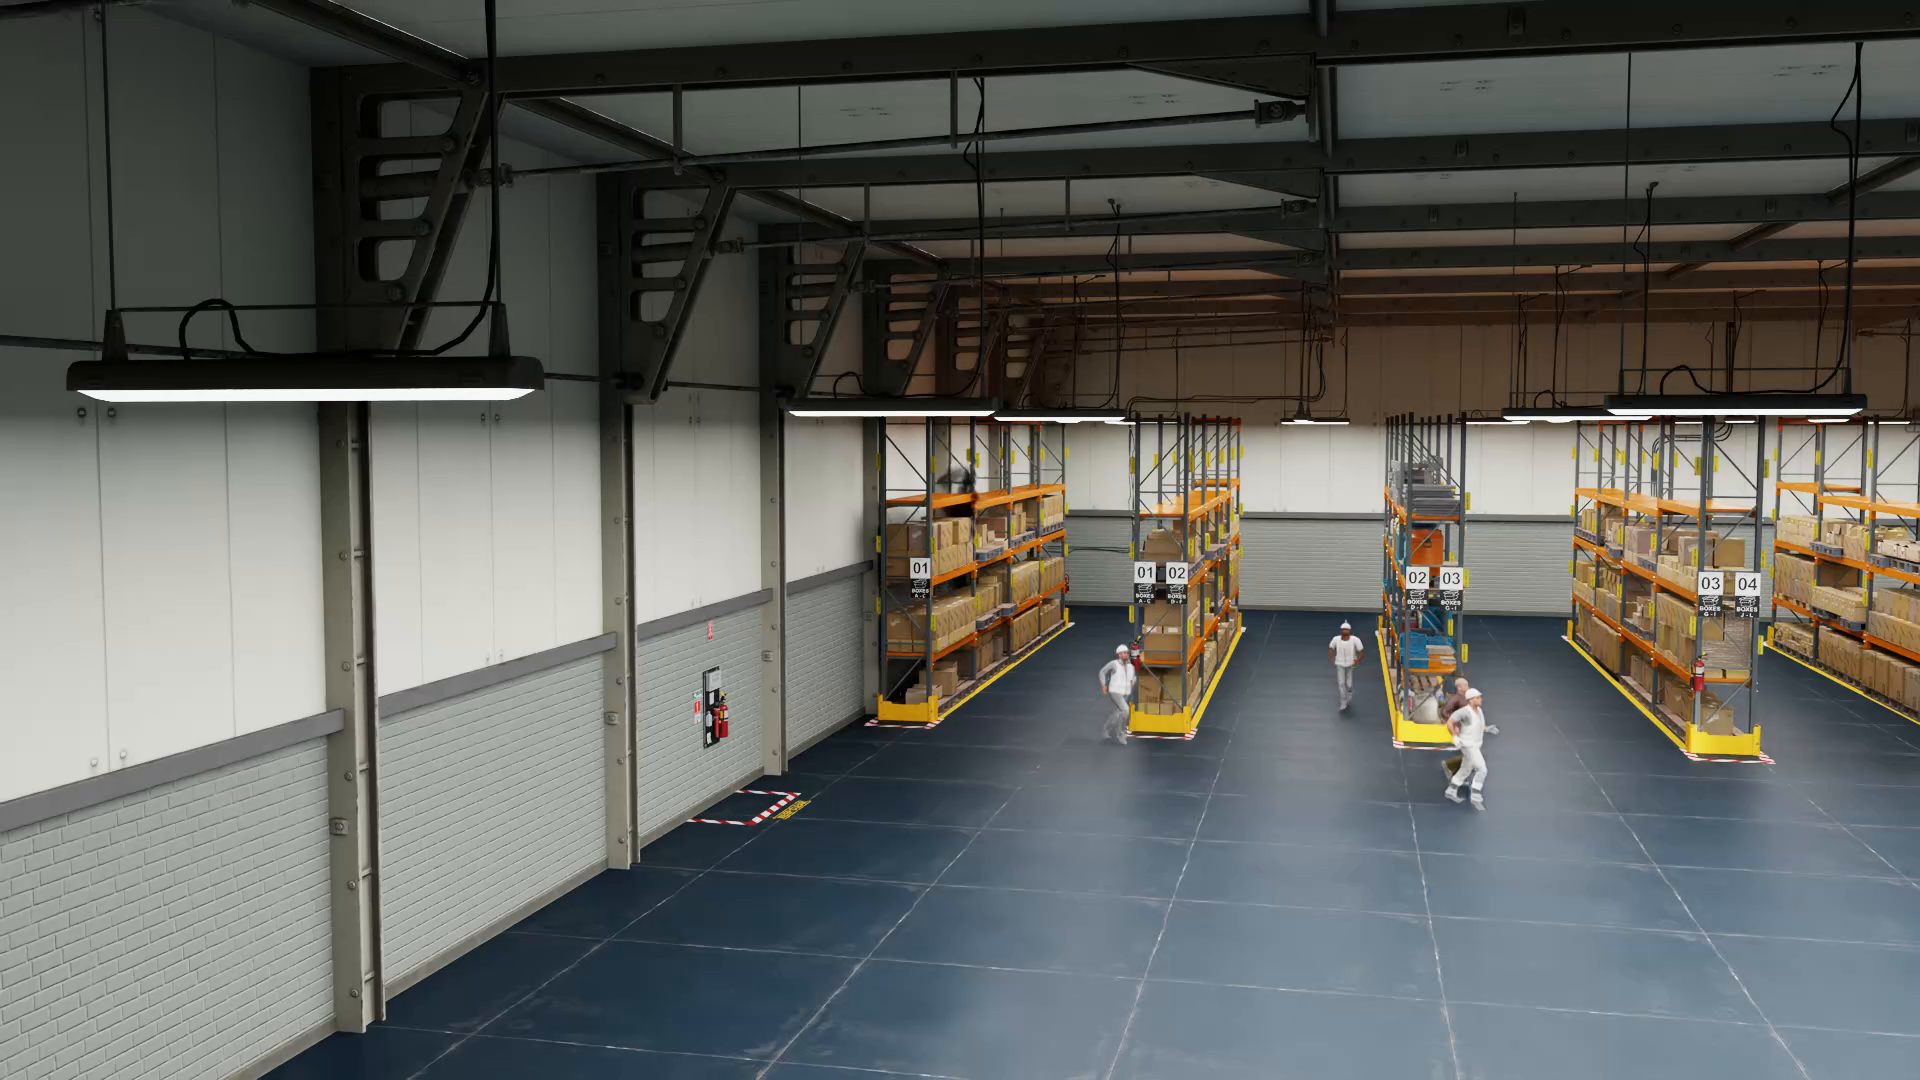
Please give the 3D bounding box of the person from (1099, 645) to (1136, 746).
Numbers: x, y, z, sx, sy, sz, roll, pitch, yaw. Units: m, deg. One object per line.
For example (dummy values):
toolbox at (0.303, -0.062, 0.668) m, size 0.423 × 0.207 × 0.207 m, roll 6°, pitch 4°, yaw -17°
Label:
person at (2.937, 2.796, 30.267) m, size 0.643 × 1.749 × 0.740 m, roll -3°, pitch 5°, yaw -38°

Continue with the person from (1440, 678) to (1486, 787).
person at (8.013, 3.067, 26.429) m, size 0.628 × 1.732 × 0.704 m, roll 3°, pitch 5°, yaw 35°

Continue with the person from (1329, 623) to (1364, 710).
person at (7.898, 2.559, 34.029) m, size 0.717 × 1.752 × 0.820 m, roll 1°, pitch 4°, yaw 16°

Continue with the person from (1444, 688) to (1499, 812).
person at (7.691, 3.146, 25.039) m, size 0.787 × 1.844 × 0.636 m, roll 3°, pitch 5°, yaw 35°
